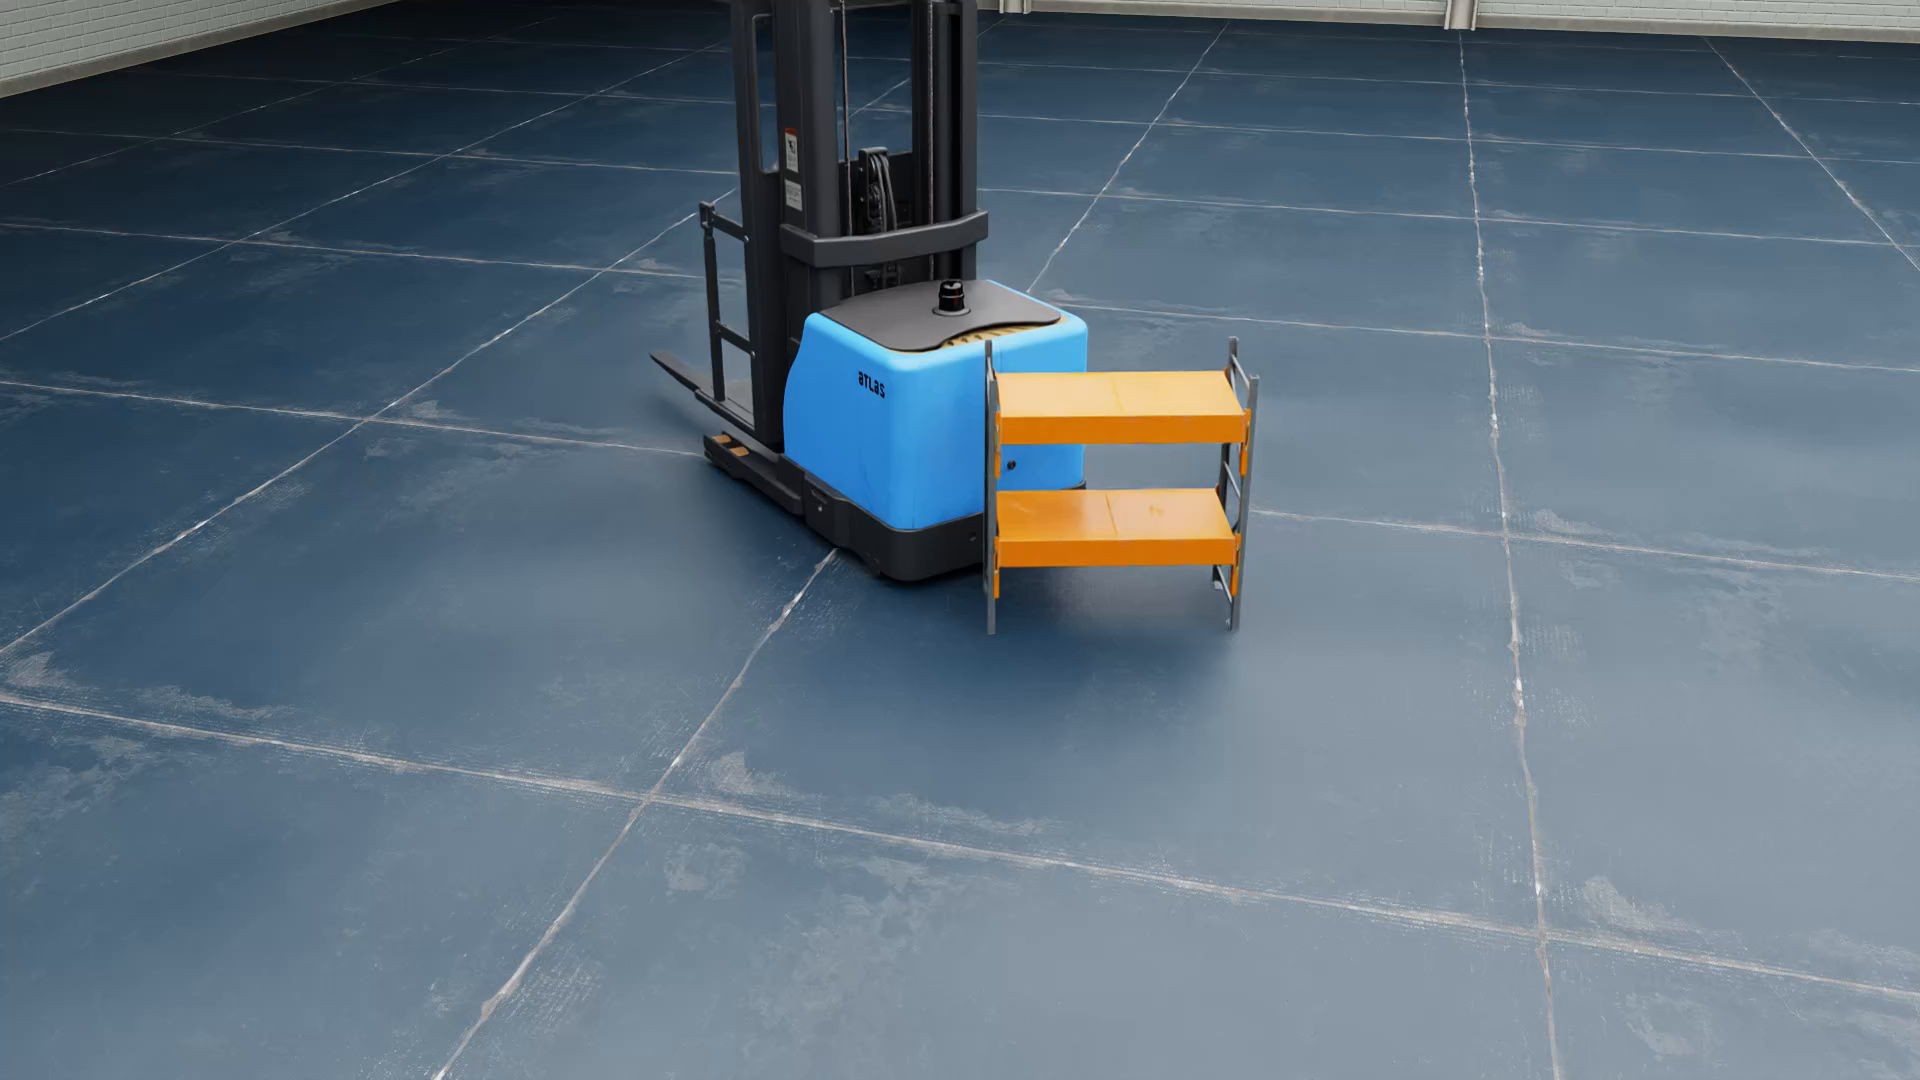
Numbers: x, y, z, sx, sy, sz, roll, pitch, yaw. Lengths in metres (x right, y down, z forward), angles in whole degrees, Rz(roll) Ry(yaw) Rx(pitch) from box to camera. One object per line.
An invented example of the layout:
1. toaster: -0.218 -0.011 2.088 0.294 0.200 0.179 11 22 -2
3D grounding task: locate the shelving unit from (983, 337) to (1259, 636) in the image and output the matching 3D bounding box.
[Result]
1. shelving unit: 0.632 -0.222 6.908 1.048 1.125 0.538 -1 25 -1

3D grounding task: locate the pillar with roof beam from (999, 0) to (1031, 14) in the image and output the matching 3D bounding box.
1. pillar with roof beam: -0.296 -9.668 17.589 0.400 9.000 9.100 6 26 13

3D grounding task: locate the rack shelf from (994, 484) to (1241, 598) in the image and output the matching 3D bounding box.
1. rack shelf: 0.632 -0.001 7.013 1.000 0.278 0.538 -1 25 -1

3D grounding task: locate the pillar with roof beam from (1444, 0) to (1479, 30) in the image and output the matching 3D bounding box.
1. pillar with roof beam: 5.515 -9.026 16.240 0.400 9.000 9.100 6 26 13

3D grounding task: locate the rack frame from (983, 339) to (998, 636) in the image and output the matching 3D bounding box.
1. rack frame: 0.124 -0.217 6.897 0.032 1.125 0.500 -1 25 -1

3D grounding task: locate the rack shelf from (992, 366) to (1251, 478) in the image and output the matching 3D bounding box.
1. rack shelf: 0.632 -0.486 6.782 1.000 0.278 0.538 -1 25 -1

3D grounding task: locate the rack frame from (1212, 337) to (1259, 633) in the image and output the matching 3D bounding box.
1. rack frame: 1.140 -0.228 6.920 0.032 1.125 0.500 -1 25 -1

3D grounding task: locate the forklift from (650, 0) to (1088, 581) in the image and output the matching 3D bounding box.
1. forklift: -0.655 -1.728 7.971 1.130 2.935 3.031 -16 30 -30
